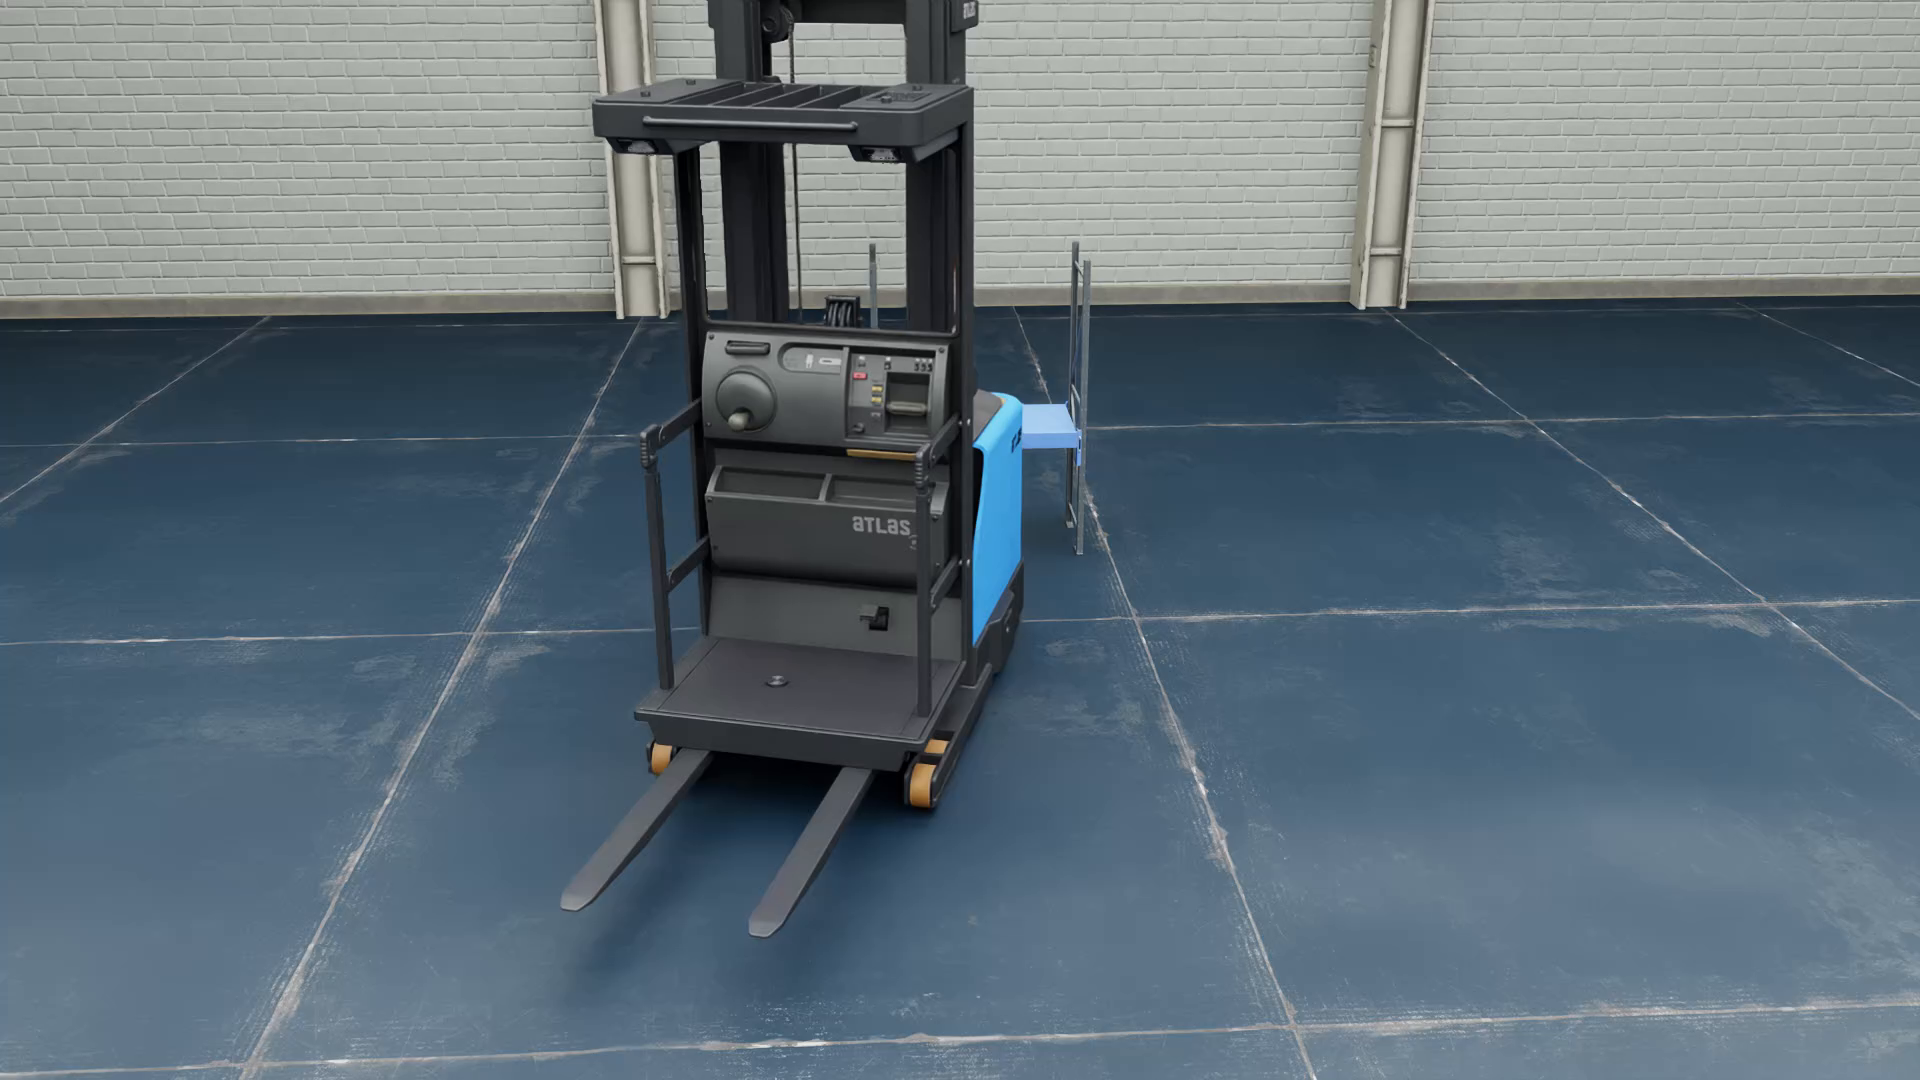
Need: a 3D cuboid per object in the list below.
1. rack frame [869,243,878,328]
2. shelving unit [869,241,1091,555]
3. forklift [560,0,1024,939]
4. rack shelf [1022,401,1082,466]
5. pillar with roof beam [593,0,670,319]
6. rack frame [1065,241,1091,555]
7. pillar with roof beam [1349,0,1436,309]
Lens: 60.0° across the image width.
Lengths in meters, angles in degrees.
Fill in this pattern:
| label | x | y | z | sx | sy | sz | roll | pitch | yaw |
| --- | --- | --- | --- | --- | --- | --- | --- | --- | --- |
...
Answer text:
| label | x | y | z | sx | sy | sz | roll | pitch | yaw |
| --- | --- | --- | --- | --- | --- | --- | --- | --- | --- |
| rack frame | -0.422 | -0.692 | 8.332 | 0.032 | 1.500 | 0.500 | -1 | 21 | -3 |
| shelving unit | 0.085 | -0.703 | 8.359 | 1.048 | 1.500 | 0.538 | -1 | 21 | -3 |
| forklift | -0.548 | -0.539 | 5.918 | 1.130 | 2.935 | 3.031 | 5 | 21 | 12 |
| rack shelf | 0.085 | -0.535 | 8.423 | 1.000 | 0.185 | 0.538 | -1 | 21 | -3 |
| pillar with roof beam | -2.303 | -4.497 | 7.787 | 0.400 | 9.000 | 9.100 | -1 | 21 | -3 |
| rack frame | 0.593 | -0.713 | 8.386 | 0.032 | 1.500 | 0.500 | -1 | 21 | -3 |
| pillar with roof beam | 3.687 | -4.619 | 8.107 | 0.400 | 9.000 | 9.100 | -1 | 21 | -3 |
